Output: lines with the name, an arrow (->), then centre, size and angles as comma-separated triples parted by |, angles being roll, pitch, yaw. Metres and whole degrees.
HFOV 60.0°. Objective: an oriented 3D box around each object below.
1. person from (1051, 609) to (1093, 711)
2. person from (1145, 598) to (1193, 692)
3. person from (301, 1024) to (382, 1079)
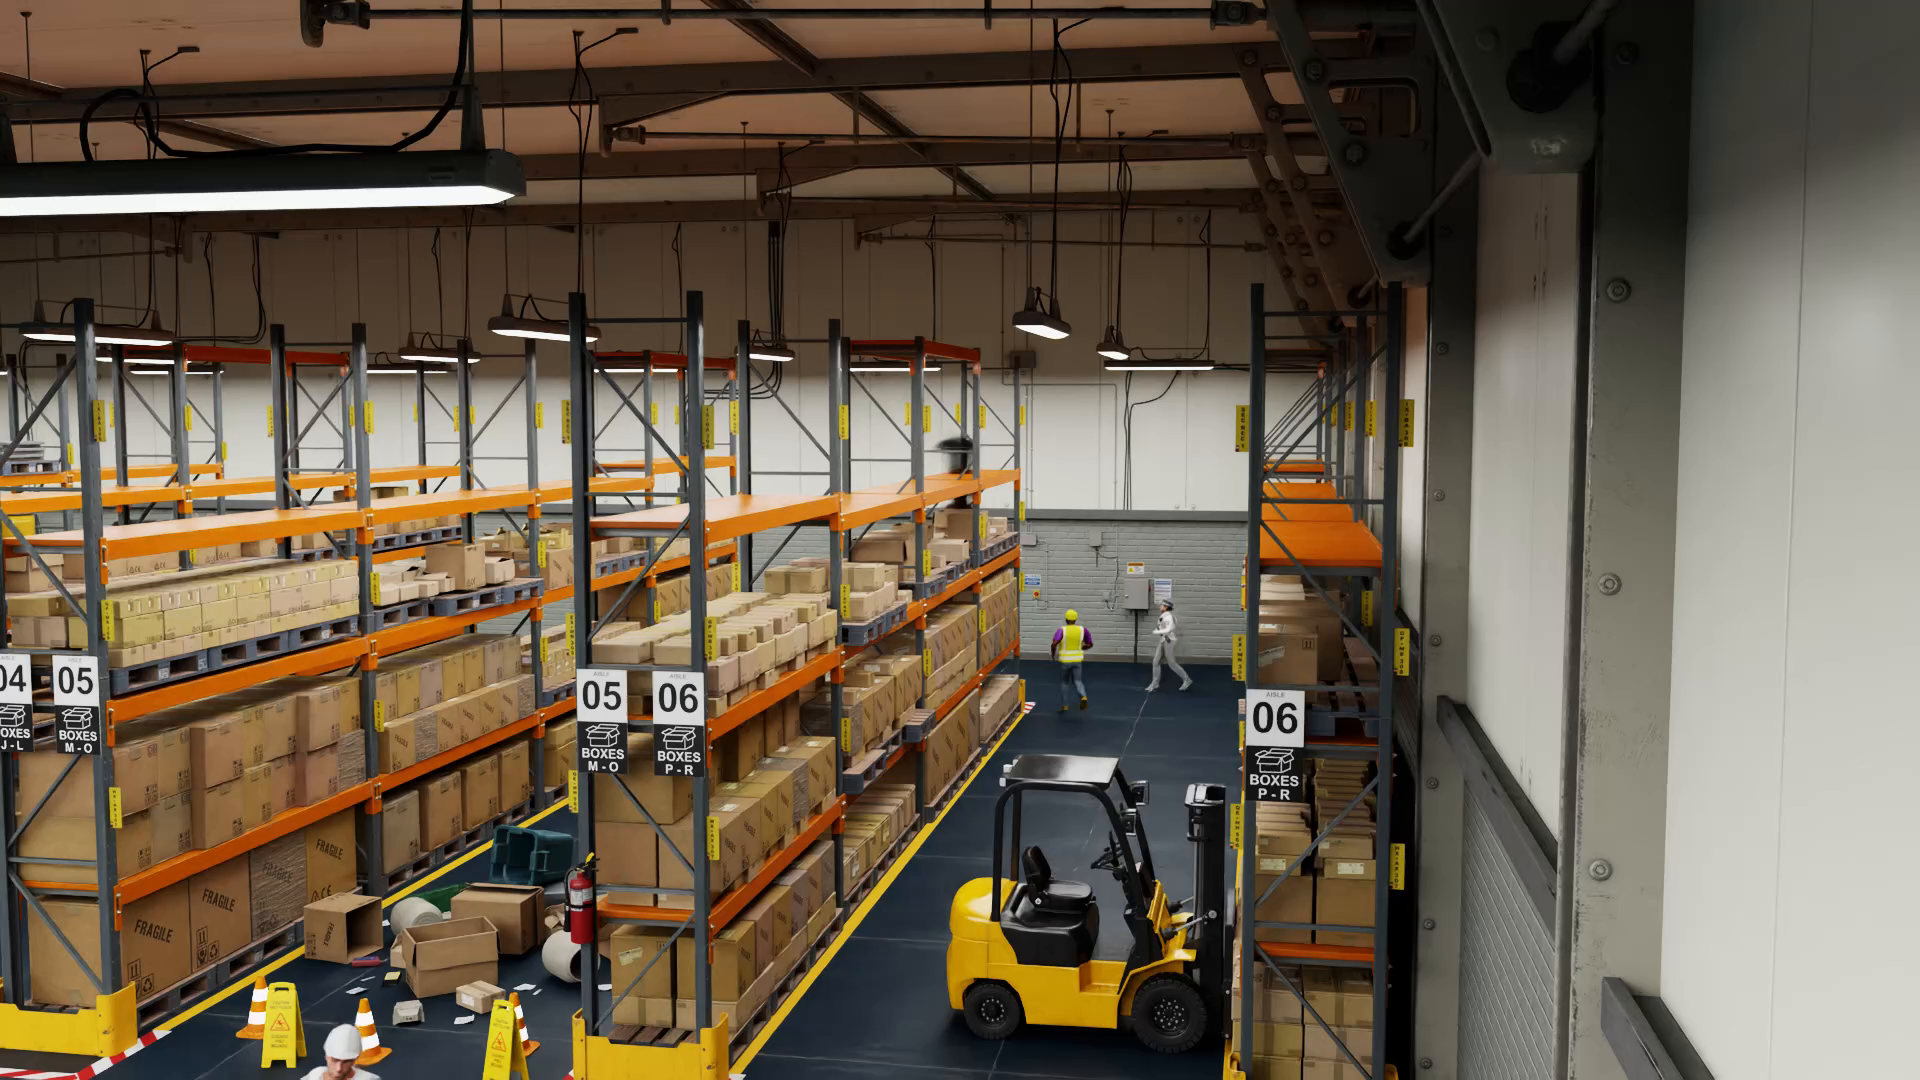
person -> 1.882, 2.057, 27.951 | 0.730, 1.784, 0.869 | -1, 5, -12
person -> 3.764, 1.894, 30.141 | 0.853, 1.705, 0.661 | 0, 5, -1
person -> -3.472, 3.536, 9.275 | 0.655, 1.767, 0.468 | 1, 5, 9
